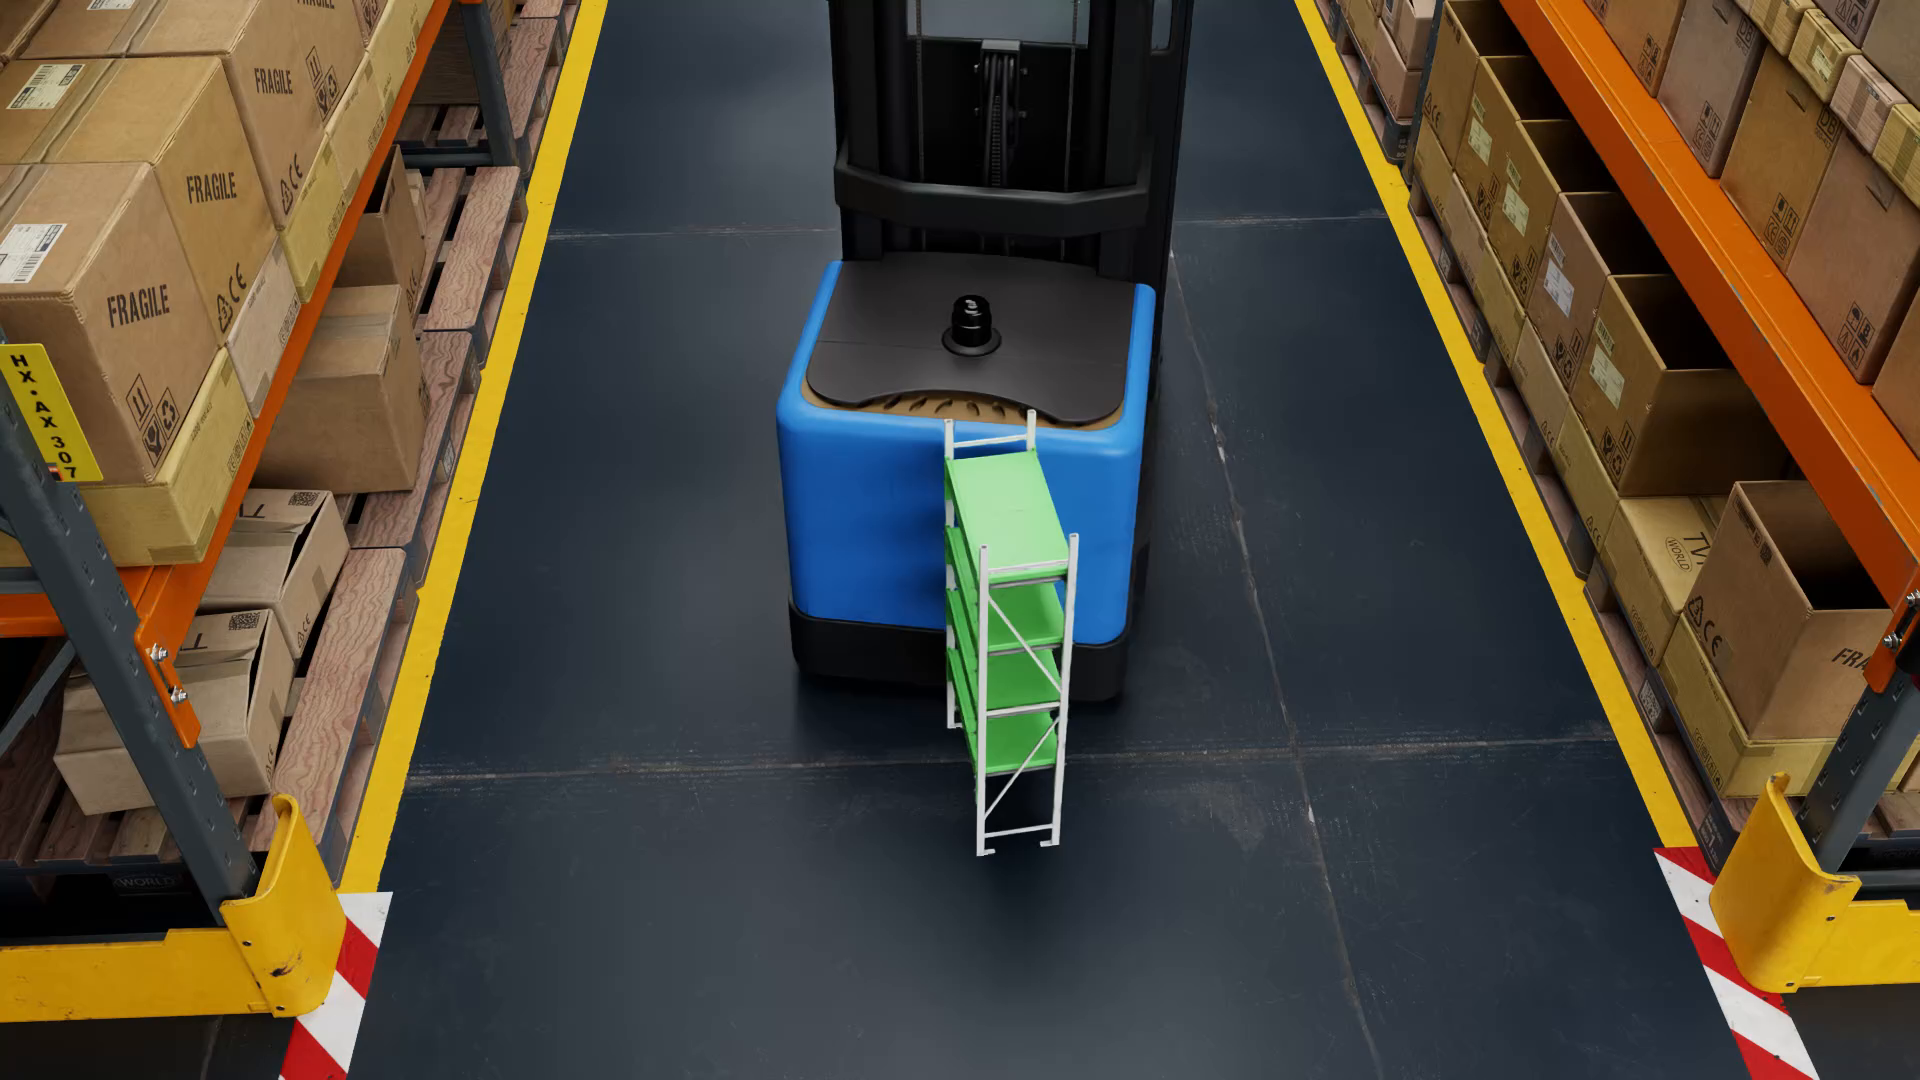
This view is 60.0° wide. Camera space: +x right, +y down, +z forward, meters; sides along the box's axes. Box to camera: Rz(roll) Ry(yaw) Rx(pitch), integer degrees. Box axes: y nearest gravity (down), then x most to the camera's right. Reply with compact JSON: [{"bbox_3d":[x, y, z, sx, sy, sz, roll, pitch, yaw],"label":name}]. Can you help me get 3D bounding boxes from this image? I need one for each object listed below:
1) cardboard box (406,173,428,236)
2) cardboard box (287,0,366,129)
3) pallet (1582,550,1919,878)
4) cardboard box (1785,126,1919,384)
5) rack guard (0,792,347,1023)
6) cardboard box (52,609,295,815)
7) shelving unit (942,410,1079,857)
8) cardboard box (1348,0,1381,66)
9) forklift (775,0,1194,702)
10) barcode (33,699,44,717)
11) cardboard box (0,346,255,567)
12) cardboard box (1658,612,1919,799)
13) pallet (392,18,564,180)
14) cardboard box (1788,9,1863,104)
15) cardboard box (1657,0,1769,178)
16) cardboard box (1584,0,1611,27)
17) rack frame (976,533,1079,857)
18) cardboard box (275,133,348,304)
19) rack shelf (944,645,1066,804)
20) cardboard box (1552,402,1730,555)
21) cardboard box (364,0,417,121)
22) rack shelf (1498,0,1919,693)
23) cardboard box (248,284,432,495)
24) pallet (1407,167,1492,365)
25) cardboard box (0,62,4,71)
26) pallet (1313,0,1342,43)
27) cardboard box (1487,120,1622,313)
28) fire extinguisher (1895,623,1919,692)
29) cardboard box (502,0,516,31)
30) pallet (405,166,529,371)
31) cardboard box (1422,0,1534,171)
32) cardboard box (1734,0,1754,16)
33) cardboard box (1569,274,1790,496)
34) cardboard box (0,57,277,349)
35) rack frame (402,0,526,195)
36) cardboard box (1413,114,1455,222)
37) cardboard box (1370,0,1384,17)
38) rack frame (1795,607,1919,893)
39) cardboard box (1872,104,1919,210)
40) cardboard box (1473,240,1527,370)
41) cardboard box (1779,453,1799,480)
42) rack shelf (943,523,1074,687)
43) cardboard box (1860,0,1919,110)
[{"bbox_3d":[-2.387,-1.359,6.784,0.380,0.166,0.250,-7,43,-7],"label":"cardboard box"},{"bbox_3d":[-2.051,-1.492,4.699,0.500,0.500,0.500,0,43,0],"label":"cardboard box"},{"bbox_3d":[2.605,0.467,5.085,1.003,0.211,1.213,-2,43,-2],"label":"pallet"},{"bbox_3d":[2.645,-0.753,4.278,0.700,0.500,0.500,-1,43,-1],"label":"cardboard box"},{"bbox_3d":[-2.273,0.969,4.323,1.175,0.500,0.348,-2,43,-2],"label":"rack guard"},{"bbox_3d":[-2.210,0.458,4.695,0.500,0.311,0.500,-6,43,-7],"label":"cardboard box"},{"bbox_3d":[0.122,0.283,4.553,0.258,1.200,0.503,-7,43,-7],"label":"shelving unit"},{"bbox_3d":[2.182,-2.501,7.983,0.500,0.250,0.500,-2,43,-2],"label":"cardboard box"},{"bbox_3d":[0.184,-1.583,5.308,1.130,2.935,3.031,5,43,6],"label":"forklift"},{"bbox_3d":[-2.610,0.454,4.693,0.001,0.075,0.075,-2,43,-2],"label":"barcode"},{"bbox_3d":[-1.974,-0.192,3.836,0.500,0.250,0.500,-3,43,-3],"label":"cardboard box"},{"bbox_3d":[2.361,0.459,4.753,0.500,0.250,0.500,-2,43,-2],"label":"cardboard box"},{"bbox_3d":[-2.475,-2.100,7.884,1.003,0.211,1.213,-2,43,-2],"label":"pallet"},{"bbox_3d":[2.429,-1.271,4.363,0.380,0.149,0.250,0,43,0],"label":"cardboard box"},{"bbox_3d":[2.603,-1.444,5.031,0.700,0.500,0.500,0,43,-1],"label":"cardboard box"},{"bbox_3d":[2.563,-2.128,5.778,0.700,0.500,0.500,-2,43,-2],"label":"cardboard box"},{"bbox_3d":[0.165,0.445,4.376,0.240,1.200,0.015,-7,43,-7],"label":"rack frame"},{"bbox_3d":[-2.026,-0.886,4.593,0.500,0.250,0.500,-2,43,-2],"label":"cardboard box"},{"bbox_3d":[0.122,0.507,4.759,0.258,0.148,0.480,-7,43,-7],"label":"rack shelf"},{"bbox_3d":[2.305,-0.216,5.489,0.500,0.250,0.500,-2,43,-2],"label":"cardboard box"},{"bbox_3d":[-2.067,-1.567,5.336,0.500,0.250,0.500,-2,43,-2],"label":"cardboard box"},{"bbox_3d":[2.594,-1.131,5.297,1.077,0.370,4.000,-2,43,-2],"label":"rack shelf"},{"bbox_3d":[-2.215,-0.493,5.593,0.700,0.500,0.500,-4,43,-4],"label":"cardboard box"},{"bbox_3d":[2.501,-1.181,6.882,1.003,0.211,1.213,-2,43,-2],"label":"pallet"},{"bbox_3d":[-2.514,-0.782,3.925,0.500,0.500,0.500,-1,43,-1],"label":"cardboard box"},{"bbox_3d":[2.384,-3.041,8.911,1.003,0.211,1.213,-2,43,-2],"label":"pallet"},{"bbox_3d":[2.258,-1.167,5.972,0.500,0.500,0.500,-2,43,-2],"label":"cardboard box"},{"bbox_3d":[2.220,0.075,3.505,0.296,0.674,0.183,-2,43,-2],"label":"fire extinguisher"},{"bbox_3d":[-2.560,-2.686,7.985,0.700,0.500,0.500,-2,43,-3],"label":"cardboard box"},{"bbox_3d":[-2.376,-1.122,6.817,1.003,0.211,1.213,-2,43,-2],"label":"pallet"},{"bbox_3d":[2.216,-1.842,6.709,0.500,0.500,0.500,-2,43,-2],"label":"cardboard box"},{"bbox_3d":[2.404,-1.622,4.745,0.380,0.149,0.250,-2,43,-2],"label":"cardboard box"},{"bbox_3d":[2.302,-0.492,5.236,0.500,0.500,0.500,-2,43,-2],"label":"cardboard box"},{"bbox_3d":[-2.001,-0.795,3.939,0.500,0.500,0.500,-2,43,-2],"label":"cardboard box"},{"bbox_3d":[-2.440,-2.602,6.369,1.000,3.000,0.127,-2,43,-2],"label":"rack frame"},{"bbox_3d":[2.226,-1.566,6.963,0.500,0.250,0.500,-2,43,-2],"label":"cardboard box"},{"bbox_3d":[2.177,-2.711,7.797,0.500,0.311,0.500,-1,43,-1],"label":"cardboard box"},{"bbox_3d":[2.679,-0.046,3.580,1.000,3.000,0.127,-2,43,-2],"label":"rack frame"},{"bbox_3d":[2.449,-0.924,3.984,0.380,0.149,0.250,-2,43,-2],"label":"cardboard box"},{"bbox_3d":[2.258,-0.891,6.226,0.500,0.250,0.500,-2,43,-2],"label":"cardboard box"},{"bbox_3d":[2.821,-0.507,5.252,0.500,0.500,0.500,-2,43,-2],"label":"cardboard box"},{"bbox_3d":[0.122,0.153,4.435,0.258,0.148,0.480,-7,43,-7],"label":"rack shelf"},{"bbox_3d":[2.642,-1.267,3.879,0.700,0.500,0.500,-3,43,-3],"label":"cardboard box"}]
